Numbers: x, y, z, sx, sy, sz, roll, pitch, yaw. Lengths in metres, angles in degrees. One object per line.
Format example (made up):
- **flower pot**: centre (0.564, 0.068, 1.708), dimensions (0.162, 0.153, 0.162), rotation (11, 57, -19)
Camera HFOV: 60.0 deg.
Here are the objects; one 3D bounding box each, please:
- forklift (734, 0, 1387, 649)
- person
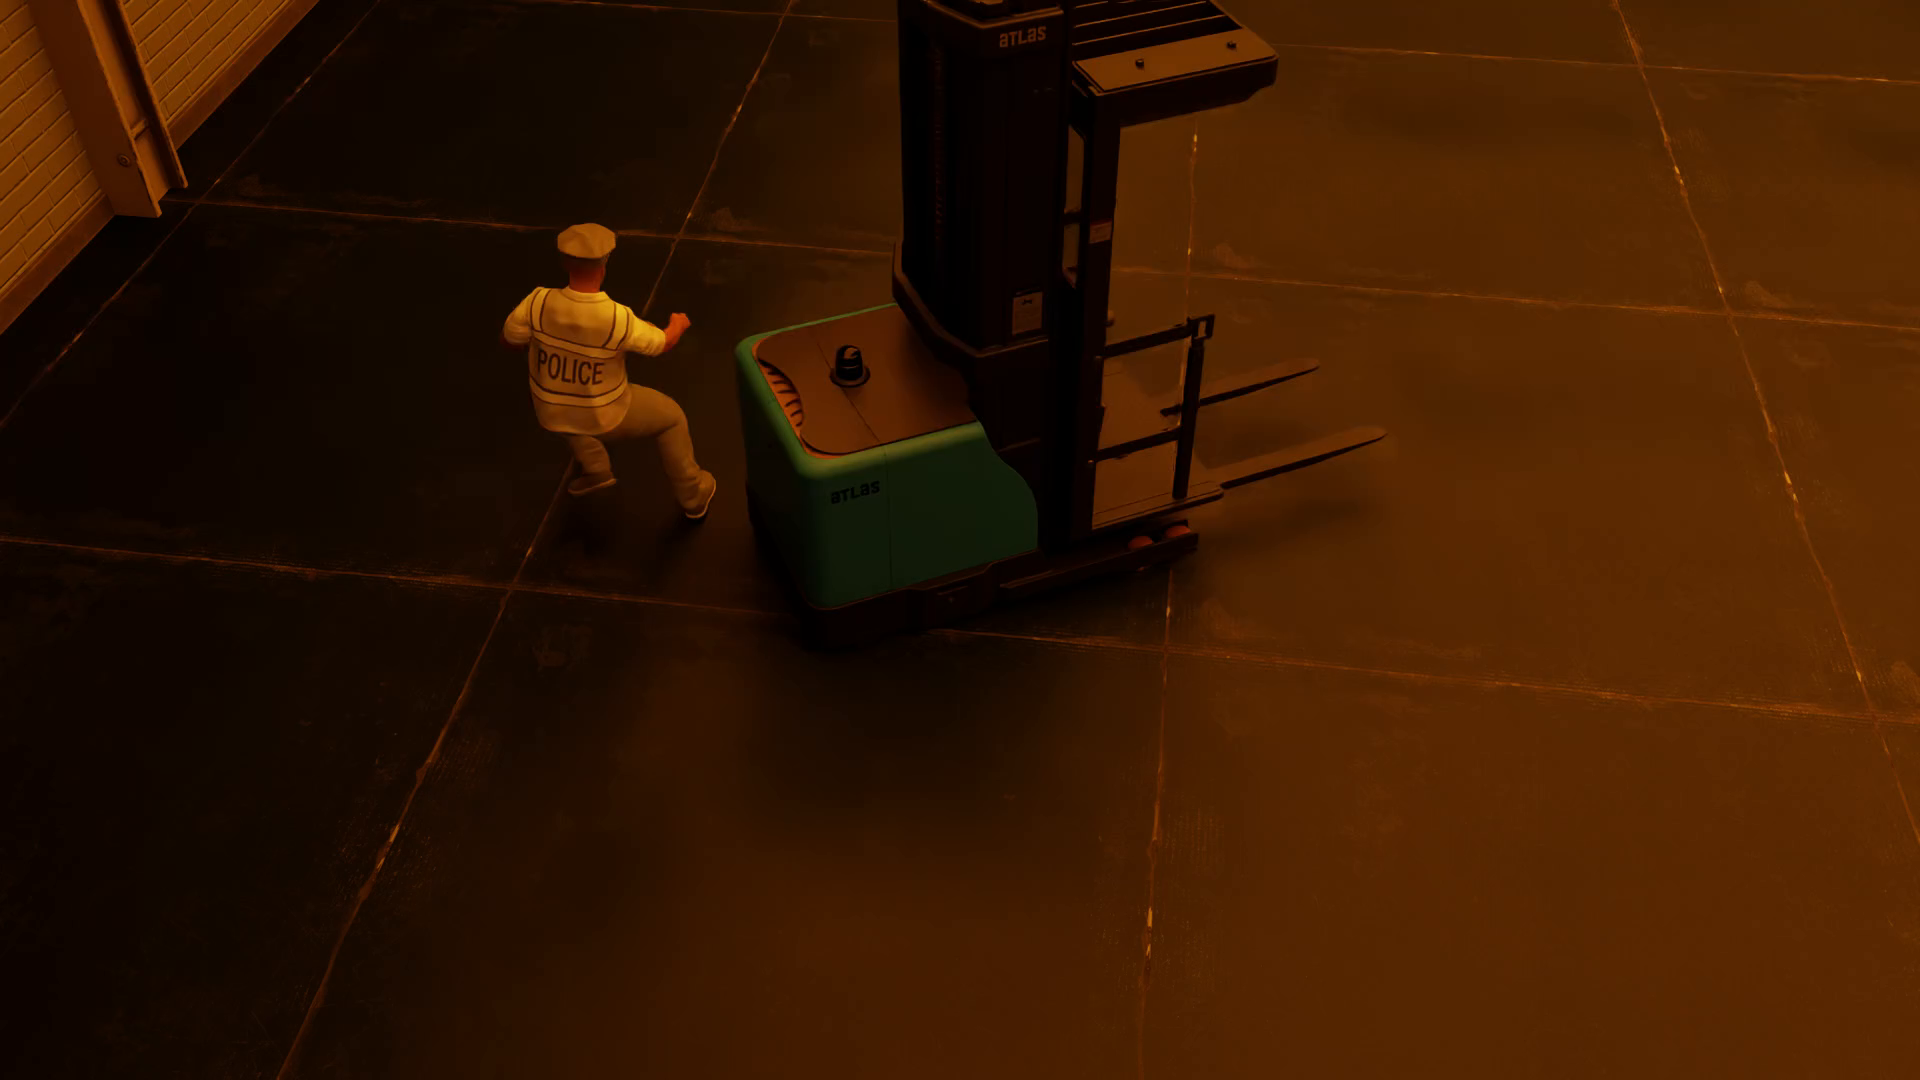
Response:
- **forklift**: centre (0.564, -1.250, 7.085), dimensions (3.031, 2.935, 1.130), rotation (-16, 45, -16)
- **person**: centre (-1.621, -0.783, 7.571), dimensions (0.840, 1.574, 0.760), rotation (4, 43, 4)
